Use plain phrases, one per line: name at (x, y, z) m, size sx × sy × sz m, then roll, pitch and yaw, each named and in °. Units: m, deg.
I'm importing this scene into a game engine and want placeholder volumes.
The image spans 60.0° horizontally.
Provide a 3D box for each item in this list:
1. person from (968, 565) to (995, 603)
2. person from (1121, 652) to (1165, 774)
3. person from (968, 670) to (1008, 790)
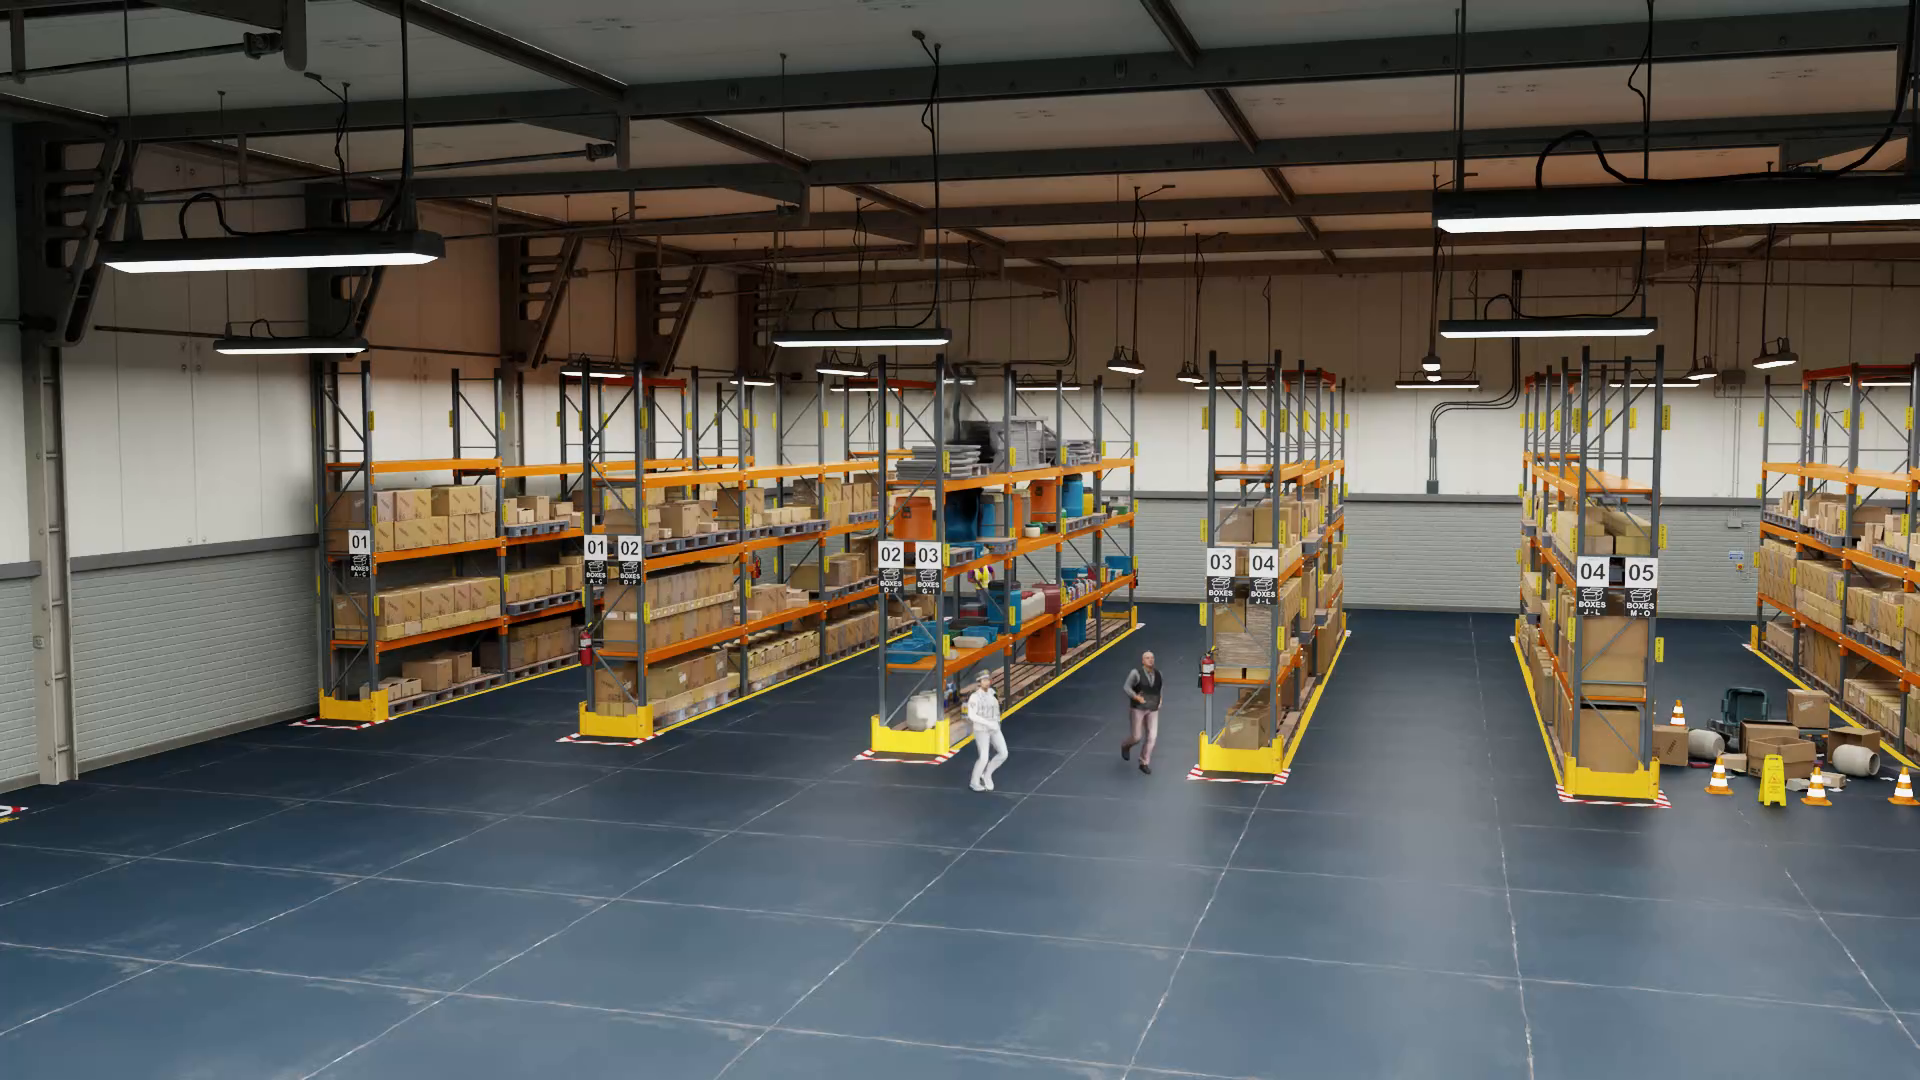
person at (0.532, 1.201, 40.987) m, size 0.703 × 1.763 × 0.688 m, roll 0°, pitch 4°, yaw -3°
person at (2.659, 2.456, 23.938) m, size 0.674 × 1.713 × 0.803 m, roll -1°, pitch 4°, yaw -14°
person at (0.374, 2.564, 22.437) m, size 0.625 × 1.658 × 0.591 m, roll -3°, pitch 5°, yaw -40°
